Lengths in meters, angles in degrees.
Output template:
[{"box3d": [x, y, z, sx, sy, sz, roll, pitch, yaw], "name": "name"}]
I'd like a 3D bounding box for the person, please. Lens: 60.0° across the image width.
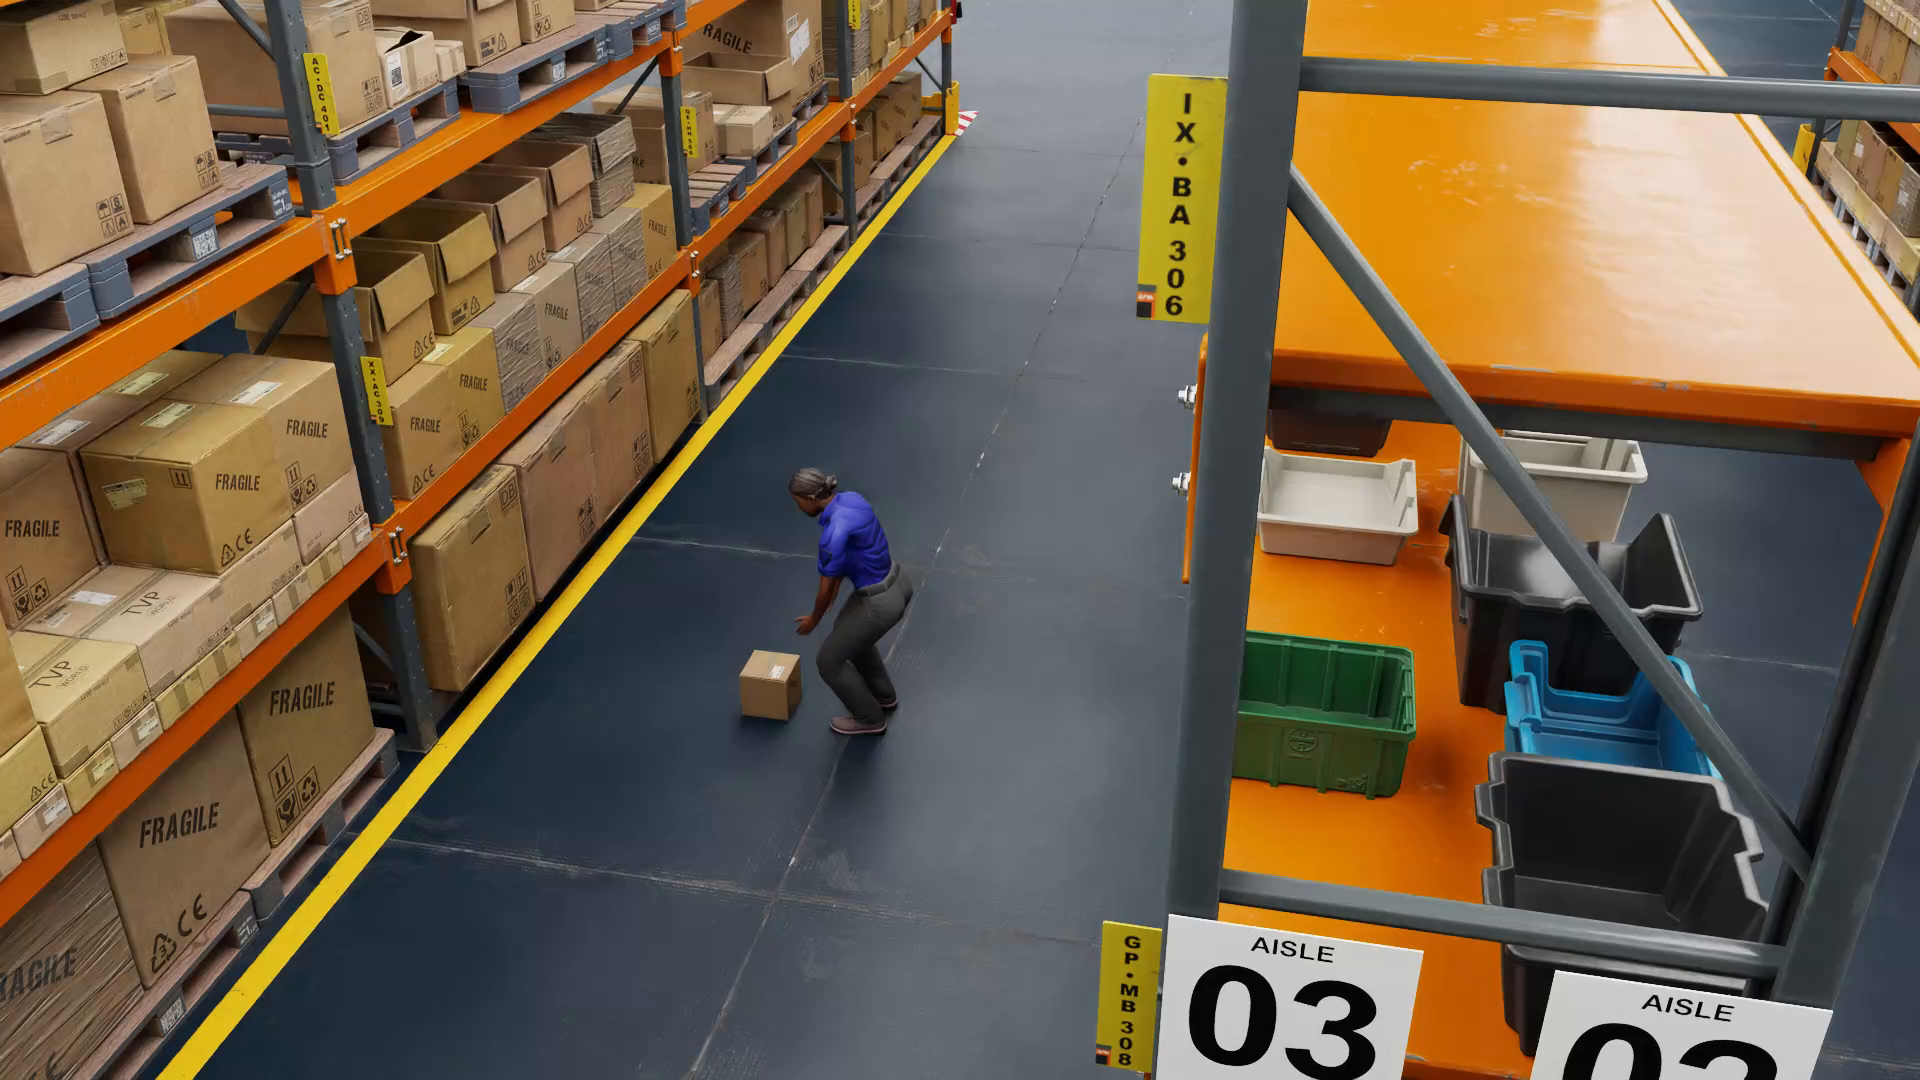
[{"box3d": [-0.540, 0.308, 8.297, 0.577, 1.441, 0.492, 6, 30, 11], "name": "person"}]
